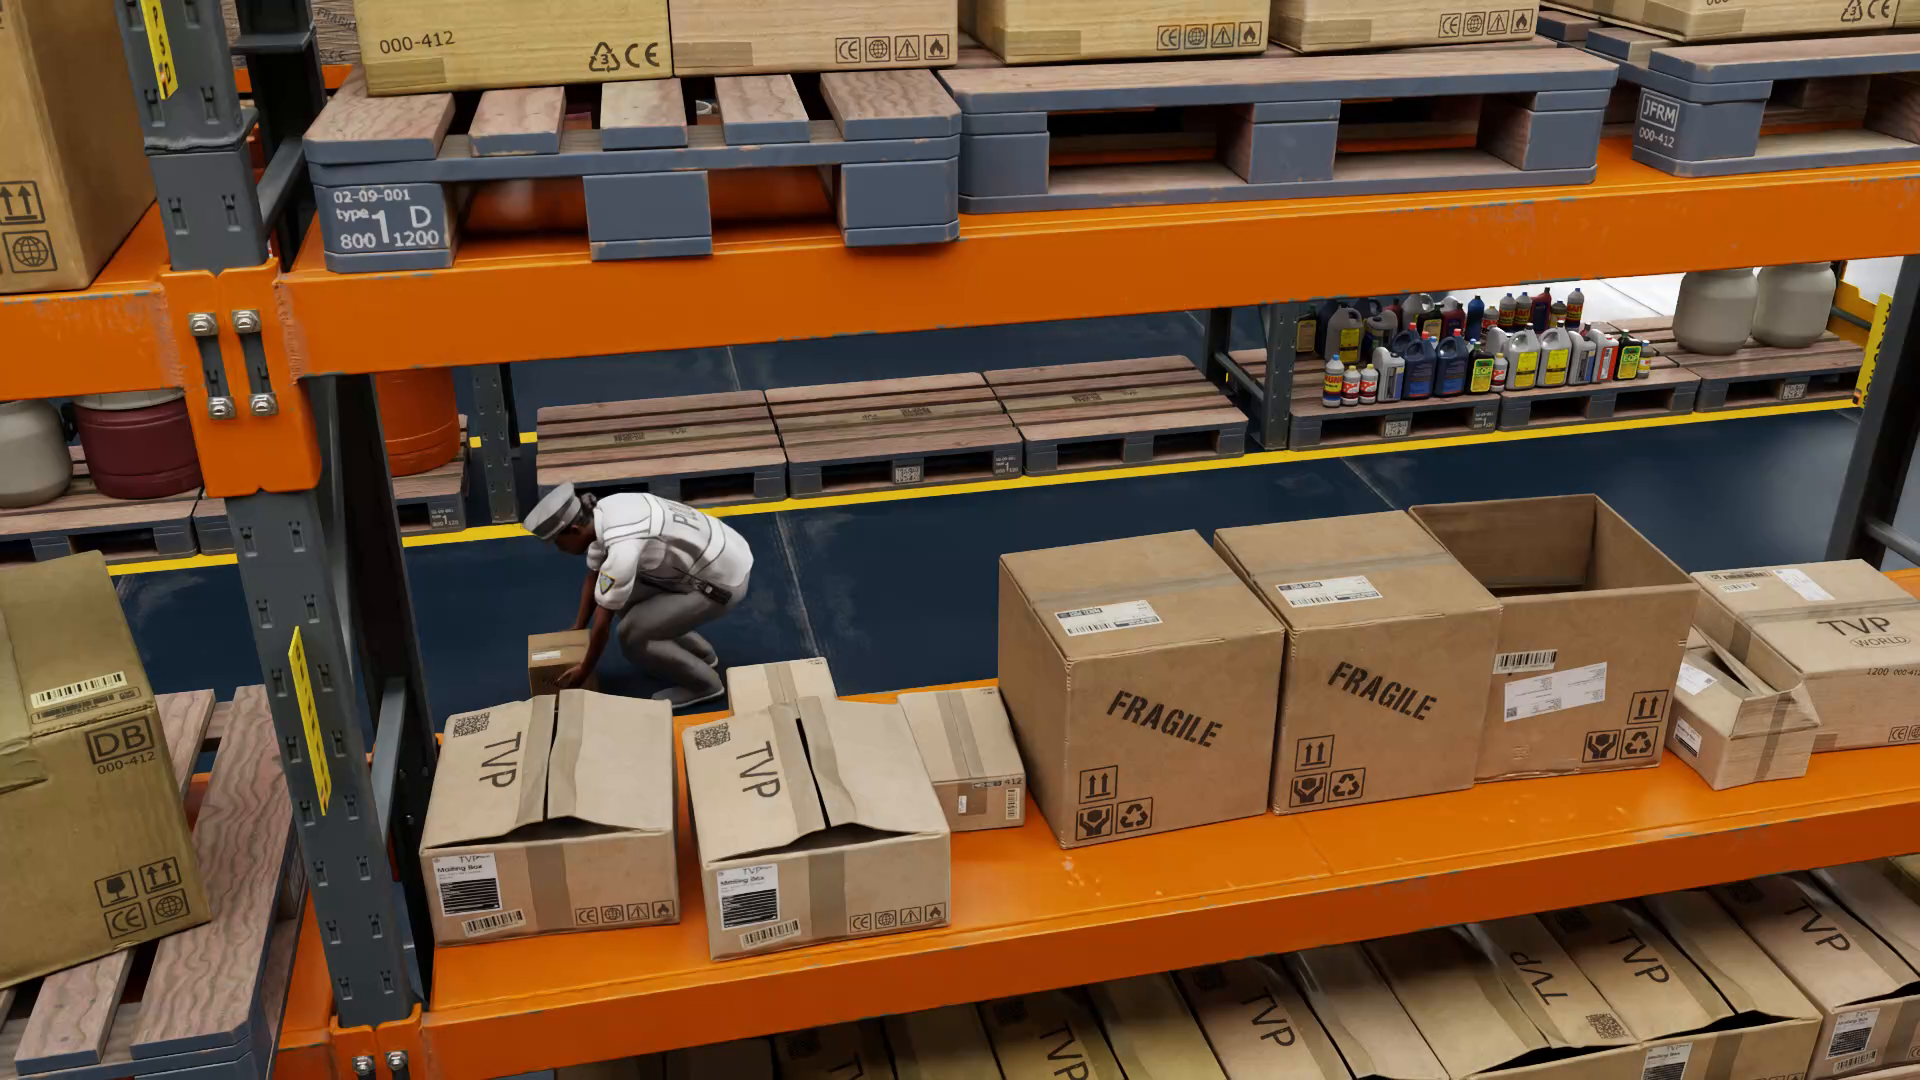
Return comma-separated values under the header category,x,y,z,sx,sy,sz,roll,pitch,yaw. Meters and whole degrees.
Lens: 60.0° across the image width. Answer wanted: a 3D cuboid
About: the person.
category,x,y,z,sx,sy,sz,roll,pitch,yaw
person,-1.237,0.188,6.521,0.858,0.968,0.486,-6,28,-12
